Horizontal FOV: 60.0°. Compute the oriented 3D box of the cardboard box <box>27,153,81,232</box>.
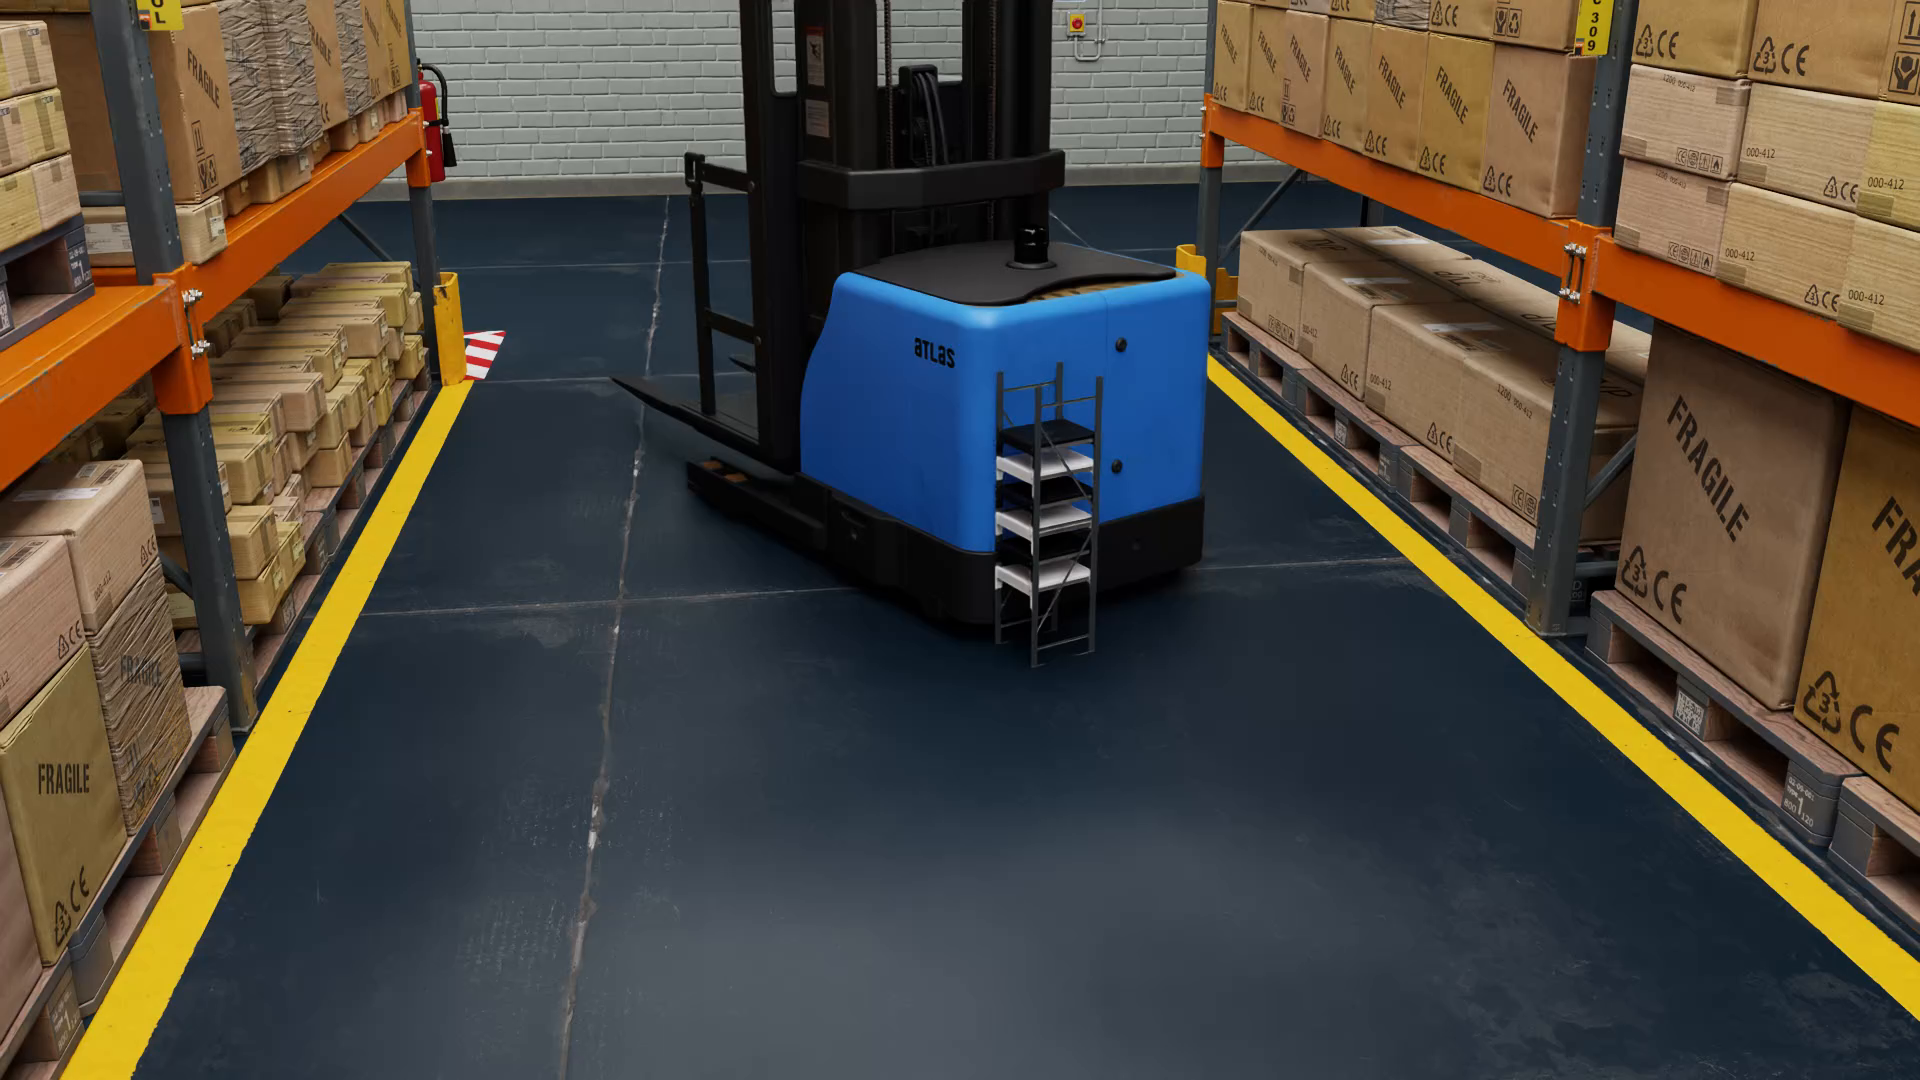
[{"bbox_3d":[-2.274,-0.798,3.824,0.380,0.149,0.250,-3,21,-9],"label":"cardboard box"}]

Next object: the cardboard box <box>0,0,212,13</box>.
[{"bbox_3d":[-2.351,-1.669,4.401,0.500,0.500,0.500,-2,21,-6],"label":"cardboard box"}]

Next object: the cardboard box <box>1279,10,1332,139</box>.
[{"bbox_3d":[1.721,-2.031,7.224,0.500,0.500,0.500,-3,21,-8],"label":"cardboard box"}]

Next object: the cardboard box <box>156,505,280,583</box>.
[{"bbox_3d":[-2.263,0.012,4.947,0.380,0.149,0.250,-2,21,-5],"label":"cardboard box"}]

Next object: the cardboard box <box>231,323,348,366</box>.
[{"bbox_3d":[-2.637,-0.747,6.554,0.380,0.149,0.250,-4,21,-10],"label":"cardboard box"}]

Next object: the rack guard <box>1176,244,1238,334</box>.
[{"bbox_3d":[1.777,-1.353,9.124,1.175,0.500,0.348,-3,21,-8],"label":"rack guard"}]

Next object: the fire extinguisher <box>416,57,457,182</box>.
[{"bbox_3d":[-2.683,-2.131,8.277,0.296,0.674,0.183,-3,21,-8],"label":"fire extinguisher"}]

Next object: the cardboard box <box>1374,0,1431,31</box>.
[{"bbox_3d":[1.868,-2.147,6.106,0.500,0.500,0.500,-3,21,-7],"label":"cardboard box"}]

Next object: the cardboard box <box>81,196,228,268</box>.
[{"bbox_3d":[-2.244,-0.843,4.545,0.380,0.149,0.250,-2,21,-6],"label":"cardboard box"}]

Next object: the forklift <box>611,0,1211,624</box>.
[{"bbox_3d":[-0.428,-1.558,6.199,1.130,2.935,3.031,-14,25,-34],"label":"forklift"}]

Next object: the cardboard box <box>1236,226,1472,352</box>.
[{"bbox_3d":[1.974,-1.289,8.441,0.875,0.438,0.875,-4,21,-10],"label":"cardboard box"}]

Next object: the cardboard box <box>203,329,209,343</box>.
[{"bbox_3d":[-3.155,-0.718,6.475,0.380,0.149,0.250,-3,21,-7],"label":"cardboard box"}]

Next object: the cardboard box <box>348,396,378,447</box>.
[{"bbox_3d":[-2.564,-0.475,6.676,0.380,0.149,0.250,-3,21,-7],"label":"cardboard box"}]

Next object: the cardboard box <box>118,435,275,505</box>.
[{"bbox_3d":[-2.353,-0.214,5.126,0.380,0.149,0.250,-2,21,-5],"label":"cardboard box"}]

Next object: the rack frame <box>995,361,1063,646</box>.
[{"bbox_3d":[0.214,-0.106,5.213,0.240,0.900,0.006,-12,24,-30],"label":"rack frame"}]

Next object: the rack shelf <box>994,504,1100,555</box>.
[{"bbox_3d":[0.268,-0.044,5.144,0.258,0.077,0.200,-12,24,-30],"label":"rack shelf"}]

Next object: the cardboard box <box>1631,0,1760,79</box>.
[{"bbox_3d":[2.136,-1.479,4.318,0.500,0.500,0.500,-3,21,-7],"label":"cardboard box"}]

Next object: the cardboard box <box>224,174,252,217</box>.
[{"bbox_3d":[-2.479,-1.113,5.267,0.380,0.149,0.250,-4,21,-10],"label":"cardboard box"}]

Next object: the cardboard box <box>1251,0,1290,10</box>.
[{"bbox_3d":[1.649,-2.672,7.511,0.500,0.500,0.500,-3,21,-9],"label":"cardboard box"}]

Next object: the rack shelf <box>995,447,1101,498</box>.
[{"bbox_3d":[0.268,-0.213,5.081,0.258,0.077,0.200,-12,24,-30],"label":"rack shelf"}]

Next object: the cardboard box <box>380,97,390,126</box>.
[{"bbox_3d":[-2.778,-1.927,7.447,0.380,0.149,0.250,-3,21,-8],"label":"cardboard box"}]

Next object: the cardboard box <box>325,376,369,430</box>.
[{"bbox_3d":[-2.495,-0.521,6.374,0.380,0.149,0.250,-3,21,-7],"label":"cardboard box"}]

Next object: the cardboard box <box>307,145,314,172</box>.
[{"bbox_3d":[-2.566,-1.387,6.002,0.380,0.149,0.250,-2,21,-6],"label":"cardboard box"}]

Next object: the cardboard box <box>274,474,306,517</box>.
[{"bbox_3d":[-2.473,-0.111,5.699,0.380,0.149,0.250,-3,21,-9],"label":"cardboard box"}]

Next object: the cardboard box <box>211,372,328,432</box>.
[{"bbox_3d":[-2.454,-0.481,5.840,0.380,0.149,0.250,-2,21,-7],"label":"cardboard box"}]

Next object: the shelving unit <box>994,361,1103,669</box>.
[{"bbox_3d":[0.268,-0.075,5.132,0.258,0.900,0.210,-12,24,-30],"label":"shelving unit"}]

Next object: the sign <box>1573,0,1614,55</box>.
[{"bbox_3d":[1.808,-1.545,4.715,0.100,0.325,0.005,-3,21,-8],"label":"sign"}]

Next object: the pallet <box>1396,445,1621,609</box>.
[{"bbox_3d":[2.325,-0.092,6.160,1.003,0.211,1.213,-3,21,-8],"label":"pallet"}]

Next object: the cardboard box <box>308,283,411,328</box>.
[{"bbox_3d":[-2.634,-1.027,7.304,0.380,0.149,0.250,-3,21,-9],"label":"cardboard box"}]

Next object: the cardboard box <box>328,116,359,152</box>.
[{"bbox_3d":[-2.658,-1.661,6.735,0.380,0.149,0.250,-4,21,-10],"label":"cardboard box"}]

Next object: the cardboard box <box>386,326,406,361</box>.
[{"bbox_3d":[-2.668,-0.883,7.344,0.380,0.149,0.250,-4,21,-10],"label":"cardboard box"}]

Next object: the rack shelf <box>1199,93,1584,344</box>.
[{"bbox_3d":[2.069,-1.486,6.937,1.077,0.370,4.000,-3,21,-8],"label":"rack shelf"}]

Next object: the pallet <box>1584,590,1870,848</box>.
[{"bbox_3d":[2.543,0.439,4.740,1.003,0.211,1.213,-3,21,-8],"label":"pallet"}]

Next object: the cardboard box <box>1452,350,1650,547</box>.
[{"bbox_3d":[2.372,-0.350,5.928,0.875,0.438,0.875,-3,21,-9],"label":"cardboard box"}]

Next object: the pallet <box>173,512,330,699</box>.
[{"bbox_3d":[-2.659,0.229,5.300,1.003,0.211,1.213,-3,21,-8],"label":"pallet"}]

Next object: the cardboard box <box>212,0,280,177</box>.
[{"bbox_3d":[-2.427,-1.388,5.076,0.500,0.500,0.500,-3,21,-8],"label":"cardboard box"}]

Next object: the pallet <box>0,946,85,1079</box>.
[{"bbox_3d":[-2.234,1.153,2.828,1.003,0.211,1.213,-3,21,-8],"label":"pallet"}]

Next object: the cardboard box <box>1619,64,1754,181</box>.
[{"bbox_3d":[2.141,-1.128,4.450,0.500,0.250,0.500,-4,21,-9],"label":"cardboard box"}]

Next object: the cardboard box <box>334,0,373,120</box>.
[{"bbox_3d":[-2.632,-1.921,6.504,0.500,0.500,0.500,-3,21,-8],"label":"cardboard box"}]

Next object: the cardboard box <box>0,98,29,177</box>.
[{"bbox_3d":[-2.235,-0.846,3.527,0.380,0.149,0.250,-3,21,-7],"label":"cardboard box"}]

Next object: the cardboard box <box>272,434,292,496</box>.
[{"bbox_3d":[-2.495,-0.248,5.641,0.380,0.149,0.250,-4,21,-11],"label":"cardboard box"}]

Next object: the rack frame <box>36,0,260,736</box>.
[{"bbox_3d":[-2.527,-0.846,4.195,1.000,3.000,0.127,-3,21,-8],"label":"rack frame"}]

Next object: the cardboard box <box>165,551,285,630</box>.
[{"bbox_3d":[-2.262,0.150,5.001,0.380,0.149,0.250,-4,21,-10],"label":"cardboard box"}]

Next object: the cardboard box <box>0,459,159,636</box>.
[{"bbox_3d":[-2.169,0.022,3.771,0.500,0.250,0.500,-3,21,-9],"label":"cardboard box"}]

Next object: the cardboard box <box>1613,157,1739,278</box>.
[{"bbox_3d":[2.159,-0.895,4.539,0.500,0.250,0.500,-3,21,-9],"label":"cardboard box"}]

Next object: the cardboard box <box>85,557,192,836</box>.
[{"bbox_3d":[-2.171,0.372,3.906,0.500,0.500,0.500,-3,21,-9],"label":"cardboard box"}]

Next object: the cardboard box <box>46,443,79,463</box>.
[{"bbox_3d":[-2.912,-0.183,5.042,0.380,0.149,0.250,-3,21,-7],"label":"cardboard box"}]

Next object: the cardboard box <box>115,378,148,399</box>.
[{"bbox_3d":[-3.046,-0.451,5.761,0.380,0.149,0.250,-4,21,-10],"label":"cardboard box"}]

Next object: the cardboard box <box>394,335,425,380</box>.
[{"bbox_3d":[-2.684,-0.837,7.643,0.380,0.149,0.250,-2,21,-6],"label":"cardboard box"}]

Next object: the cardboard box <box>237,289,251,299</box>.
[{"bbox_3d":[-3.296,-0.989,7.202,0.380,0.149,0.250,-3,21,-8],"label":"cardboard box"}]

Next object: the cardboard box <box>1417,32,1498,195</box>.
[{"bbox_3d":[1.957,-1.503,5.811,0.500,0.500,0.500,-3,21,-9],"label":"cardboard box"}]
